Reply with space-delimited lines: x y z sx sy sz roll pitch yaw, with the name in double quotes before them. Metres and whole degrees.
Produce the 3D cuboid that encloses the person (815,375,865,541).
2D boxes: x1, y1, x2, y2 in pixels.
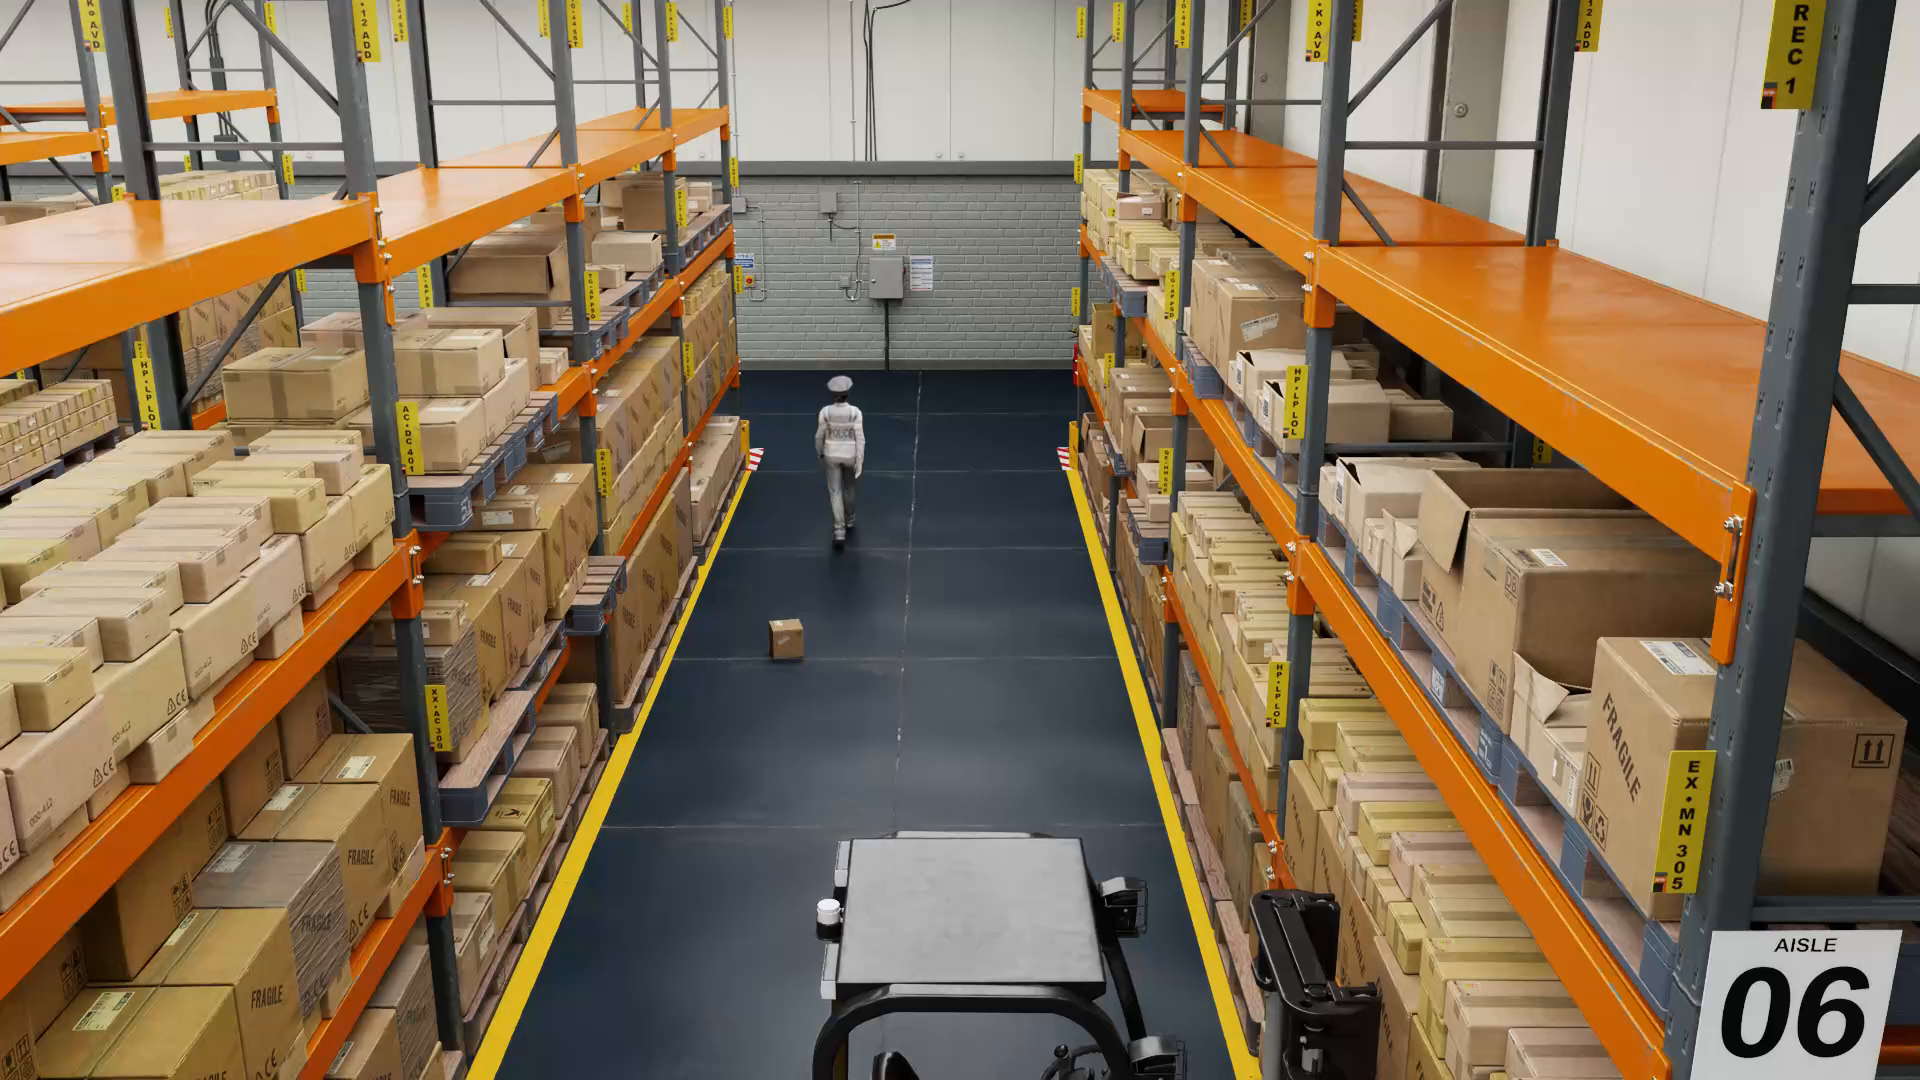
"person" -1.207 -0.846 16.713 0.489 1.638 1.001 -3 17 -8
